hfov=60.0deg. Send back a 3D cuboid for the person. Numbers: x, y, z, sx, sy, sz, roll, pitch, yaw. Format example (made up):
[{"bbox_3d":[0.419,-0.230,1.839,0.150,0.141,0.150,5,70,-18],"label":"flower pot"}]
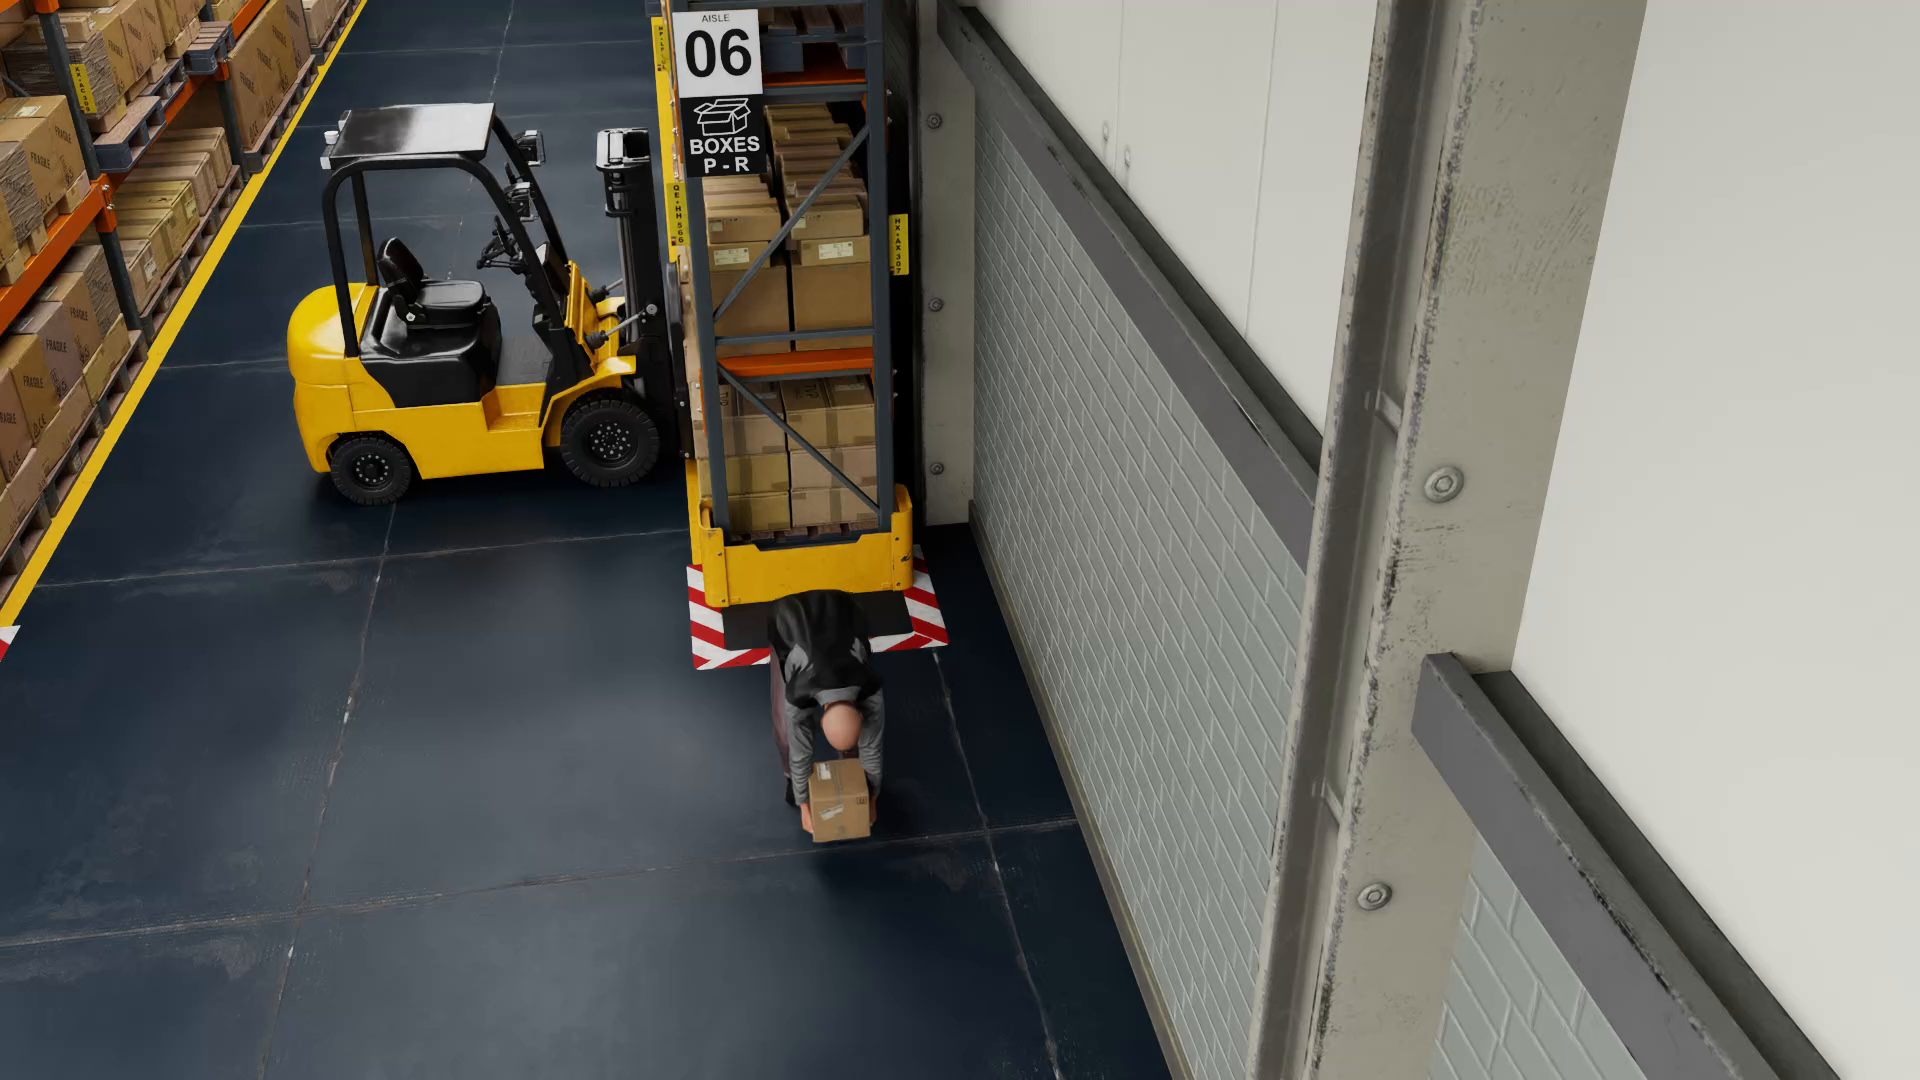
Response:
[{"bbox_3d":[-0.584,0.812,7.442,0.492,1.053,0.955,-7,31,-11],"label":"person"}]
